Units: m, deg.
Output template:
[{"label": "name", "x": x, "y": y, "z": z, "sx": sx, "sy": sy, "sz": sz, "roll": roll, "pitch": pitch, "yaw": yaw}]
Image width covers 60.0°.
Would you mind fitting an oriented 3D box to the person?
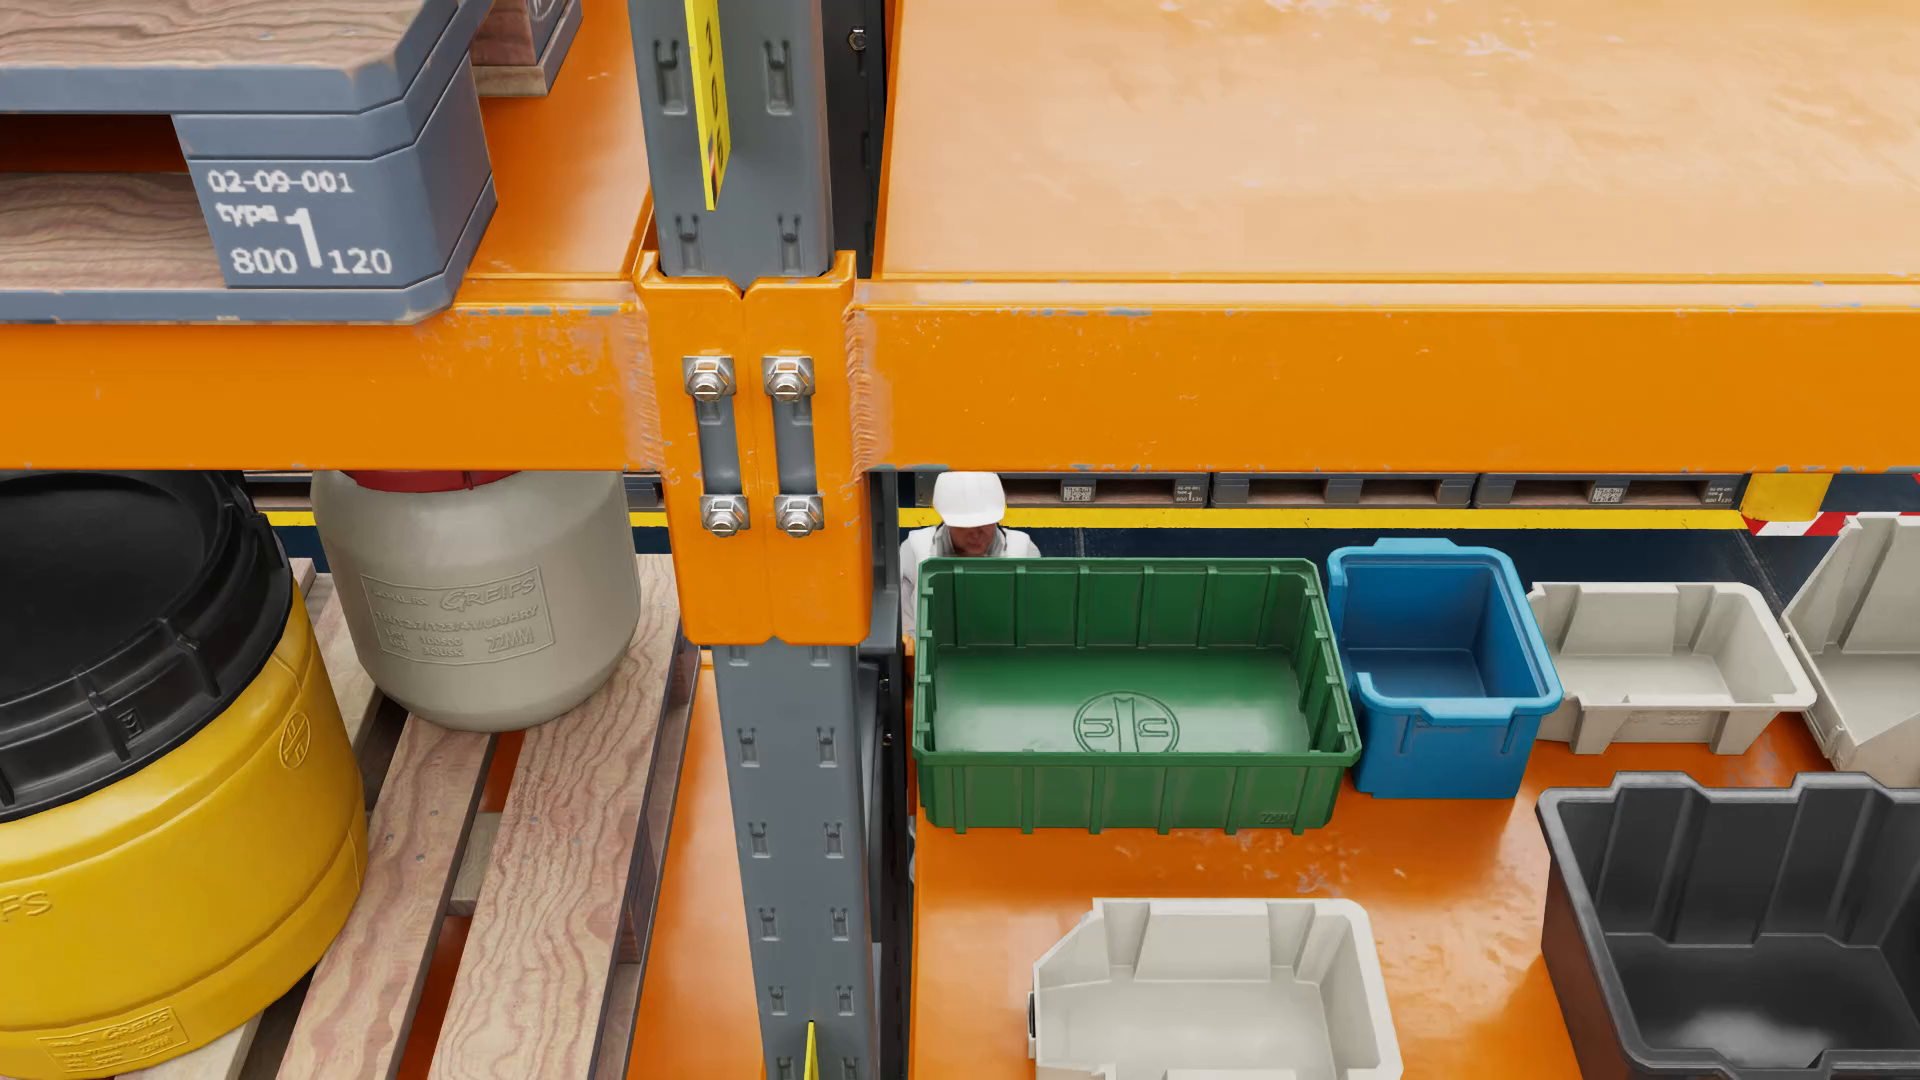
[{"label": "person", "x": 0.011, "y": 0.533, "z": 5.623, "sx": 0.447, "sy": 1.481, "sz": 0.363, "roll": 0, "pitch": 39, "yaw": 0}]
